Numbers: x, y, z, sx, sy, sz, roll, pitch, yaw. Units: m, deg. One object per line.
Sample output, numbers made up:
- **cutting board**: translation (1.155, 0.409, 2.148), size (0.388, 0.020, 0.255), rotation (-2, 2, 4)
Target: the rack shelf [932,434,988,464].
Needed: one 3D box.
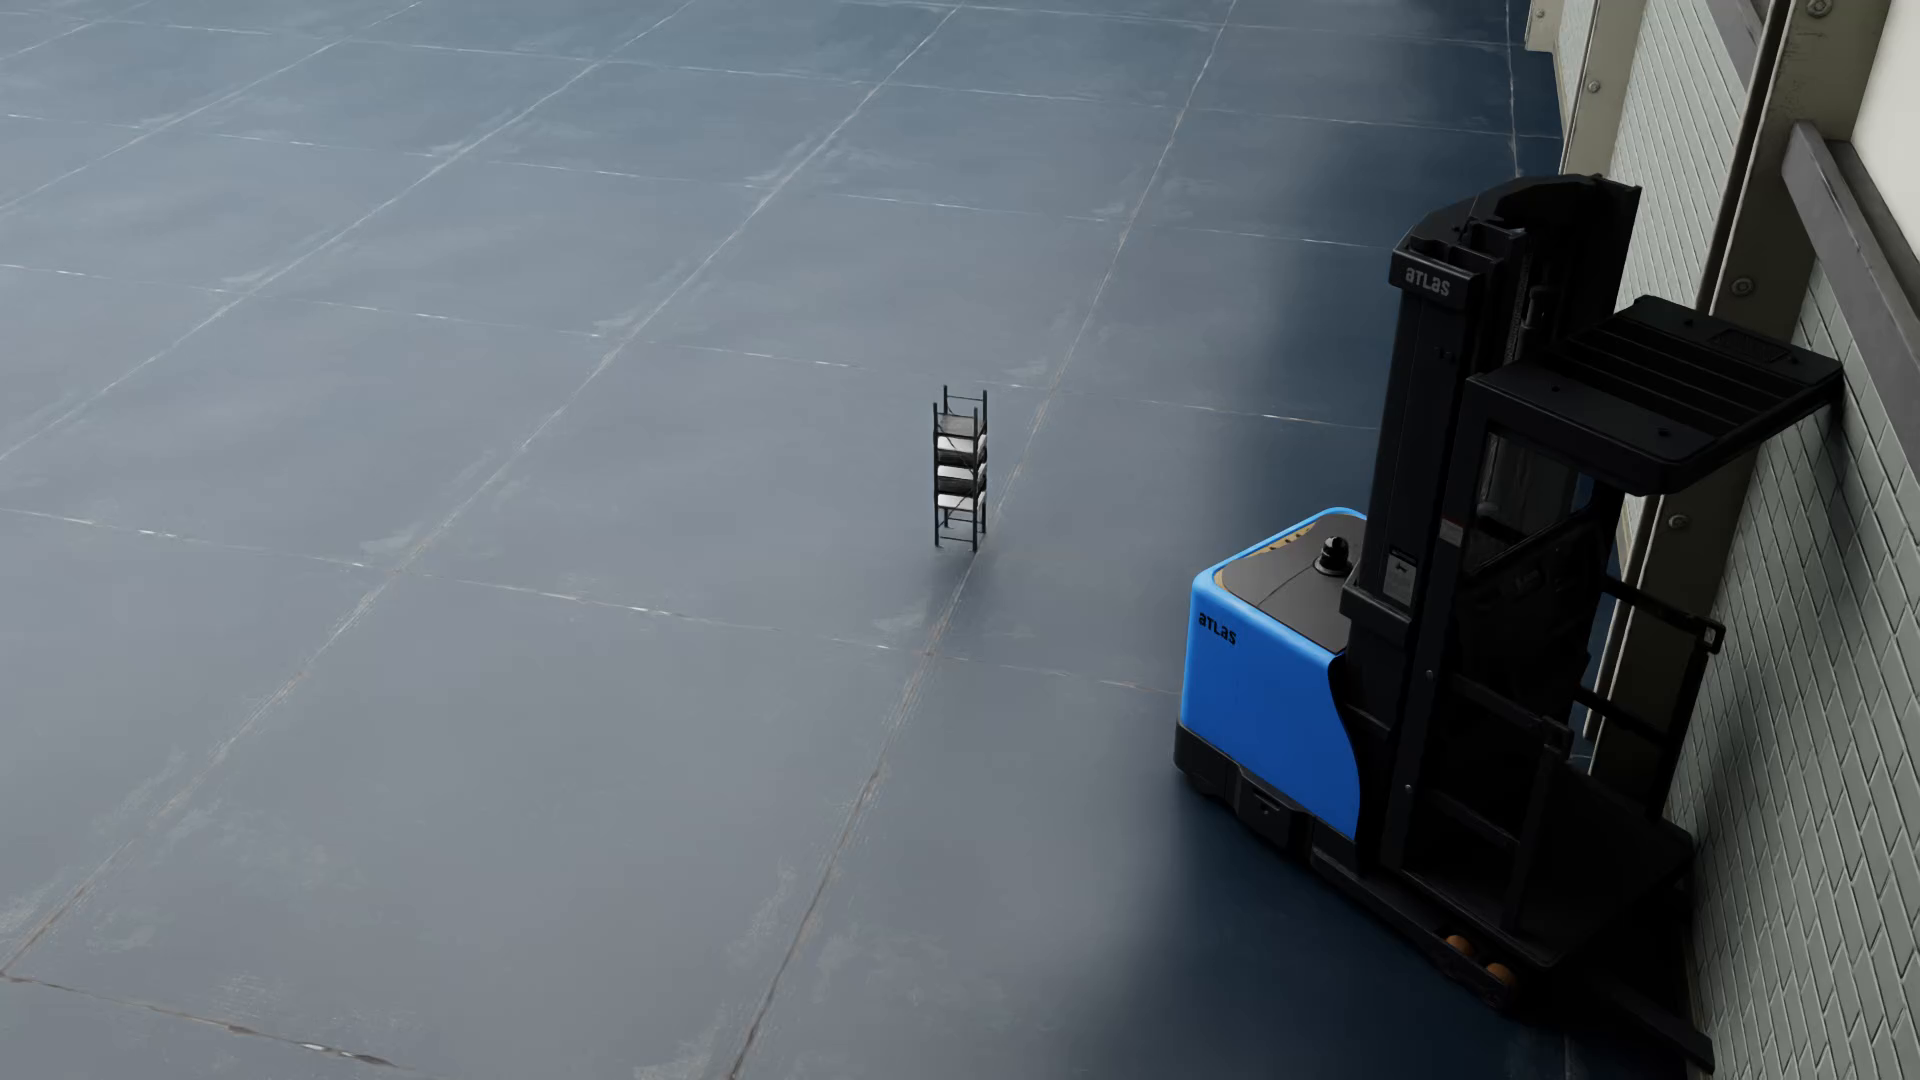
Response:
- **rack shelf**: translation (0.002, -0.508, 9.006), size (0.258, 0.077, 0.200), rotation (8, 33, 12)

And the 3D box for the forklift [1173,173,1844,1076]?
- **forklift**: translation (2.295, 0.272, 6.160), size (1.130, 2.935, 3.031), rotation (-24, 39, -32)

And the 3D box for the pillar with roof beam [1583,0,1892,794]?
- **pillar with roof beam**: translation (-1.107, -3.354, 6.208), size (9.100, 9.000, 0.400), rotation (8, 33, 12)

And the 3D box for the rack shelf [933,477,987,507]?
- **rack shelf**: translation (0.002, -0.280, 9.151), size (0.258, 0.077, 0.200), rotation (8, 33, 12)

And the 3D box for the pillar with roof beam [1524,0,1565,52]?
- **pillar with roof beam**: translation (1.938, -9.581, 16.003), size (9.100, 9.000, 0.400), rotation (8, 33, 12)

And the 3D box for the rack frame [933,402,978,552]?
- **rack frame**: translation (-0.024, -0.331, 9.002), size (0.240, 0.900, 0.006), rotation (8, 33, 12)

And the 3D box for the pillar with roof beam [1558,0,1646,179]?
- **pillar with roof beam**: translation (0.415, -6.468, 11.106), size (9.100, 9.000, 0.400), rotation (8, 33, 12)

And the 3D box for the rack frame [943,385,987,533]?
- **rack frame**: translation (0.028, -0.437, 9.168), size (0.240, 0.900, 0.006), rotation (8, 33, 12)

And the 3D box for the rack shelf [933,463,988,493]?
- **rack shelf**: translation (0.002, -0.356, 9.103), size (0.258, 0.077, 0.200), rotation (8, 33, 12)

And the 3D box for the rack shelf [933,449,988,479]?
- **rack shelf**: translation (0.002, -0.432, 9.055), size (0.258, 0.077, 0.200), rotation (8, 33, 12)

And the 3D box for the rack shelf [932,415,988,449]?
- **rack shelf**: translation (0.002, -0.584, 8.958), size (0.258, 0.077, 0.200), rotation (8, 33, 12)

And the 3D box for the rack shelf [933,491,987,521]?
- **rack shelf**: translation (0.002, -0.204, 9.199), size (0.258, 0.077, 0.200), rotation (8, 33, 12)

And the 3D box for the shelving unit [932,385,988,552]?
- **shelving unit**: translation (0.002, -0.384, 9.085), size (0.258, 0.900, 0.210), rotation (8, 33, 12)
